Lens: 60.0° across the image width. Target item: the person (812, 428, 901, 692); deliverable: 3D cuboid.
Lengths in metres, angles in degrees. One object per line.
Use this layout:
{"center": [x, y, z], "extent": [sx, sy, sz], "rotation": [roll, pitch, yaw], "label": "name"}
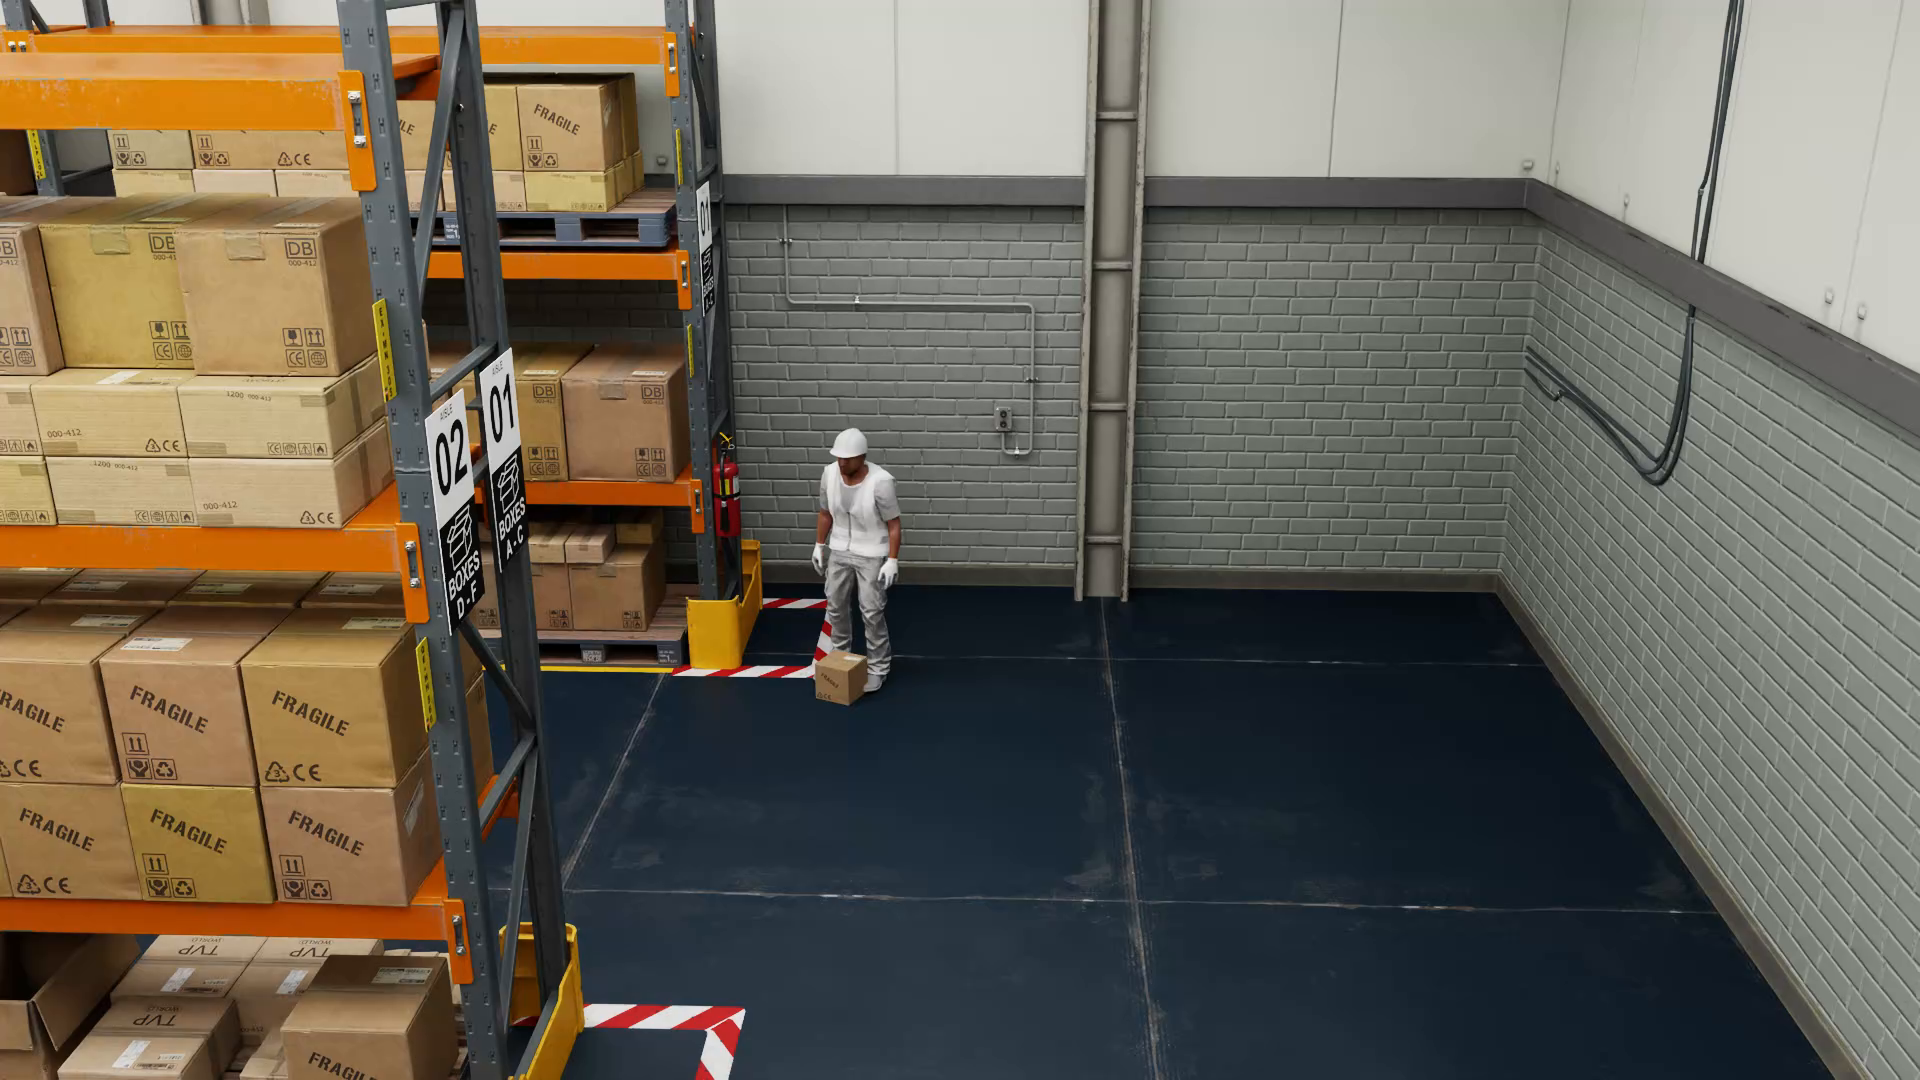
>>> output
{"center": [-0.673, 0.113, 10.763], "extent": [0.622, 1.774, 0.454], "rotation": [11, 23, 26], "label": "person"}
